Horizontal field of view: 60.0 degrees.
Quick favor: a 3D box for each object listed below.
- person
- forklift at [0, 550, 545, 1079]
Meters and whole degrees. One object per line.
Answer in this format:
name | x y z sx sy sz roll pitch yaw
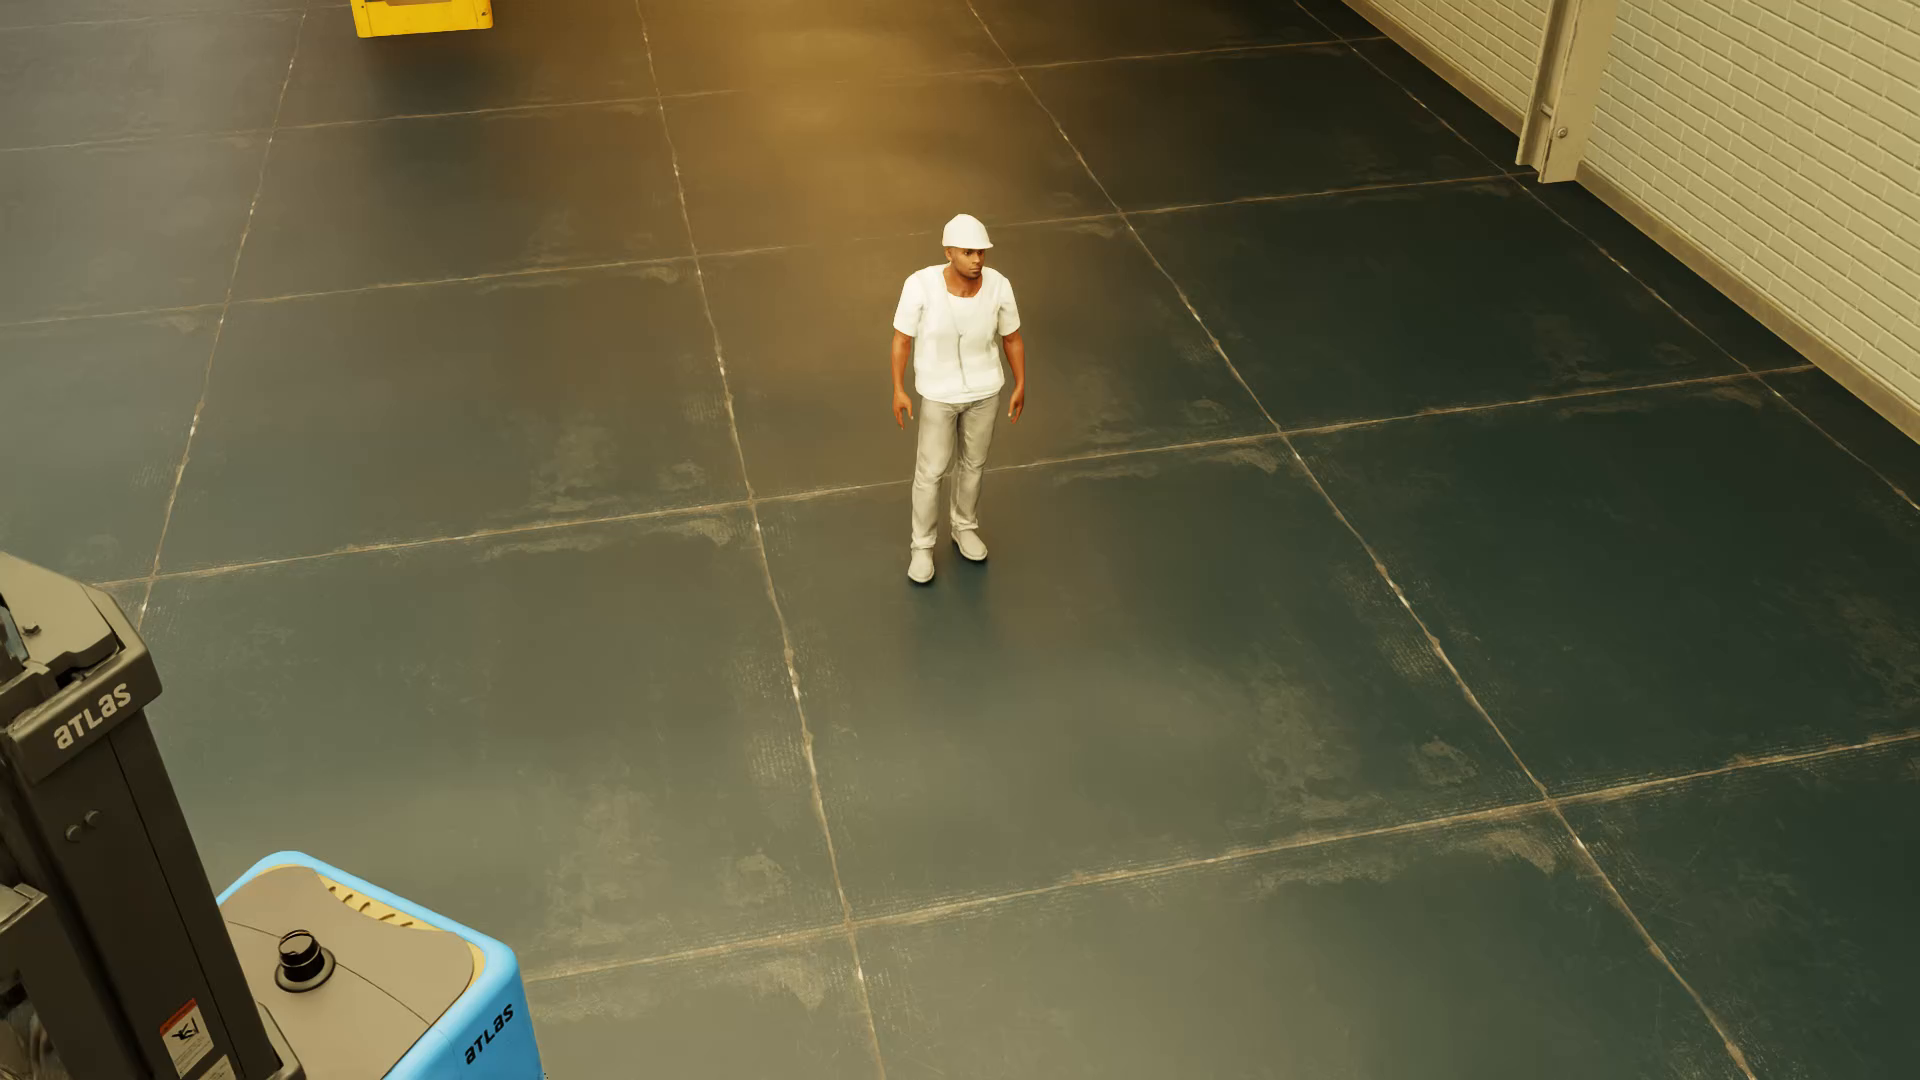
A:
person | 0.009 -0.683 7.983 0.665 1.765 0.577 -8 36 -11
forklift | -2.440 1.556 3.889 1.130 2.935 3.031 17 39 22
